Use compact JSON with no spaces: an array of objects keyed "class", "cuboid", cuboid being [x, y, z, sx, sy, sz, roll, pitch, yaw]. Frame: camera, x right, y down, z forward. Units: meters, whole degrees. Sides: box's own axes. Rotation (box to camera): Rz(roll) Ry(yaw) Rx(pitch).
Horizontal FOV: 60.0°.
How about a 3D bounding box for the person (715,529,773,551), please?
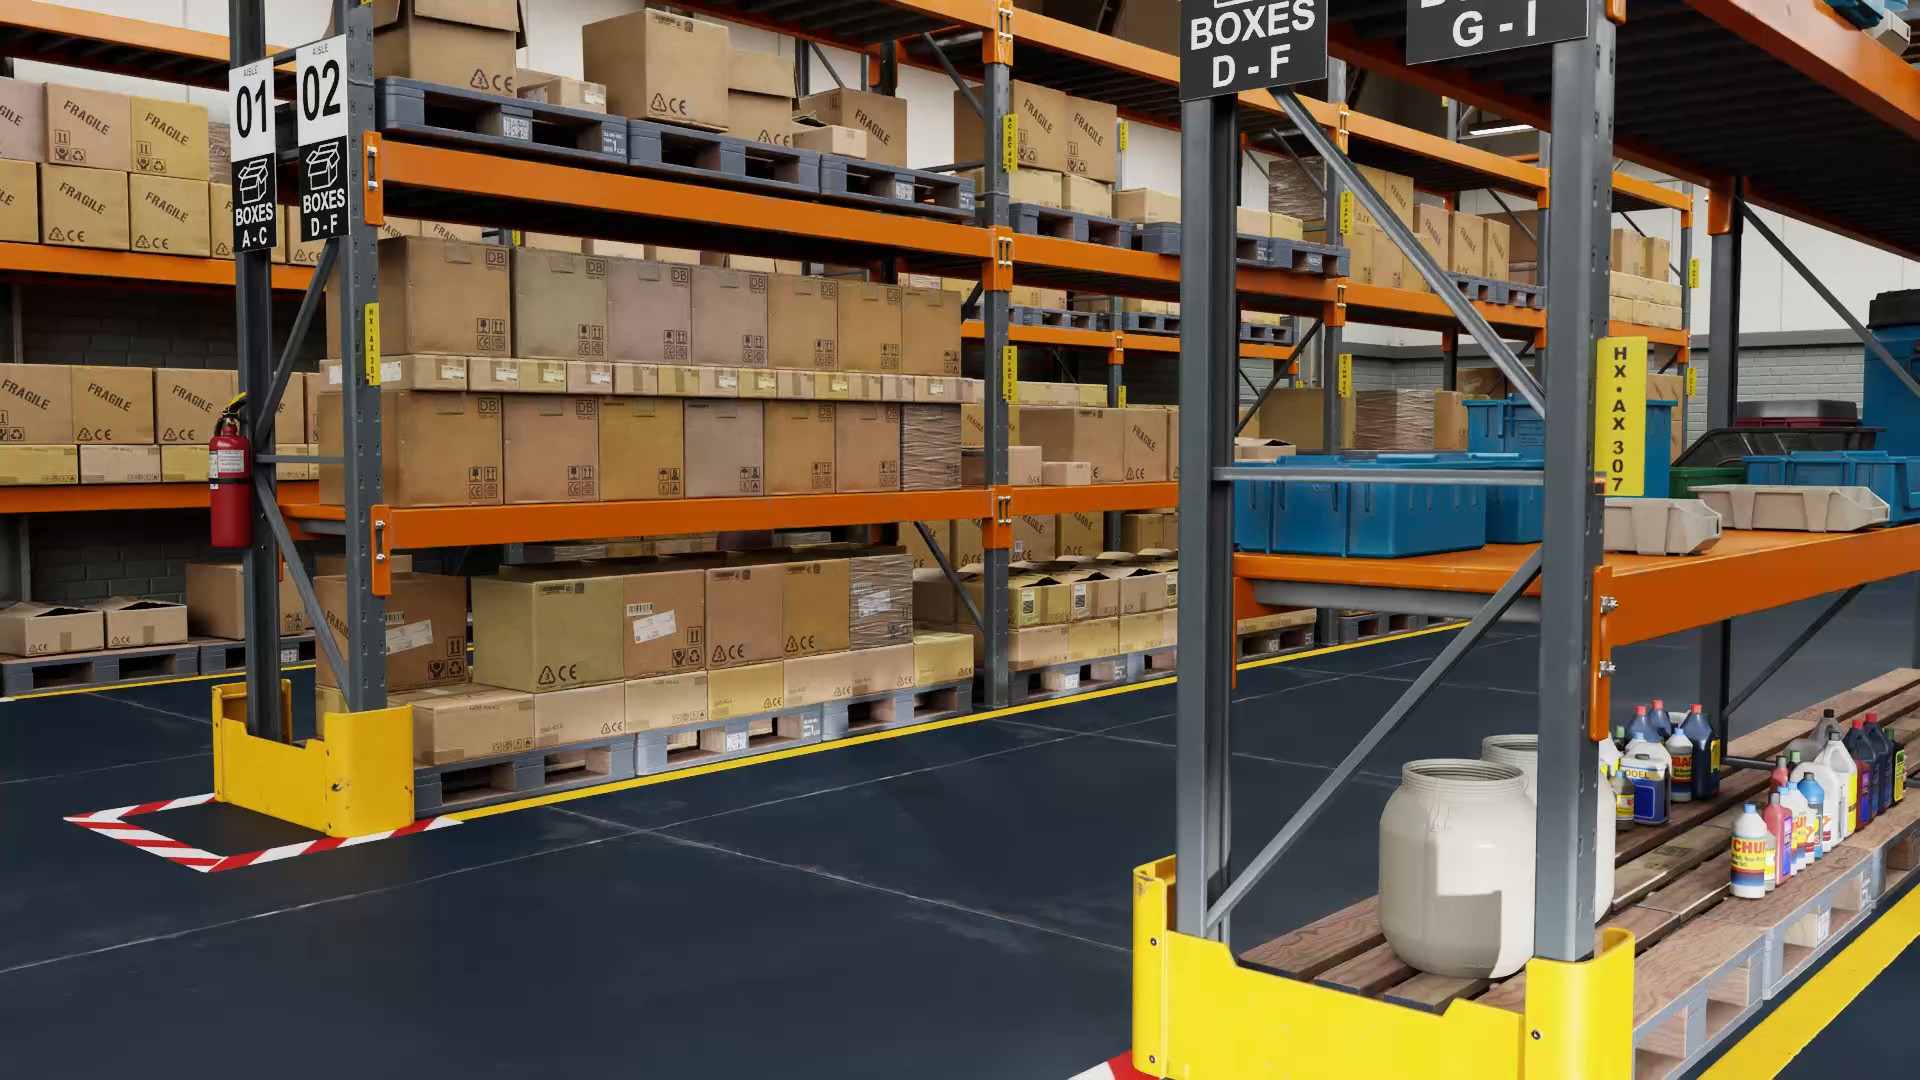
[{"class":"person","cuboid":[-1.653,-0.033,12.293,0.563,1.769,0.527,3,5,42]}]
